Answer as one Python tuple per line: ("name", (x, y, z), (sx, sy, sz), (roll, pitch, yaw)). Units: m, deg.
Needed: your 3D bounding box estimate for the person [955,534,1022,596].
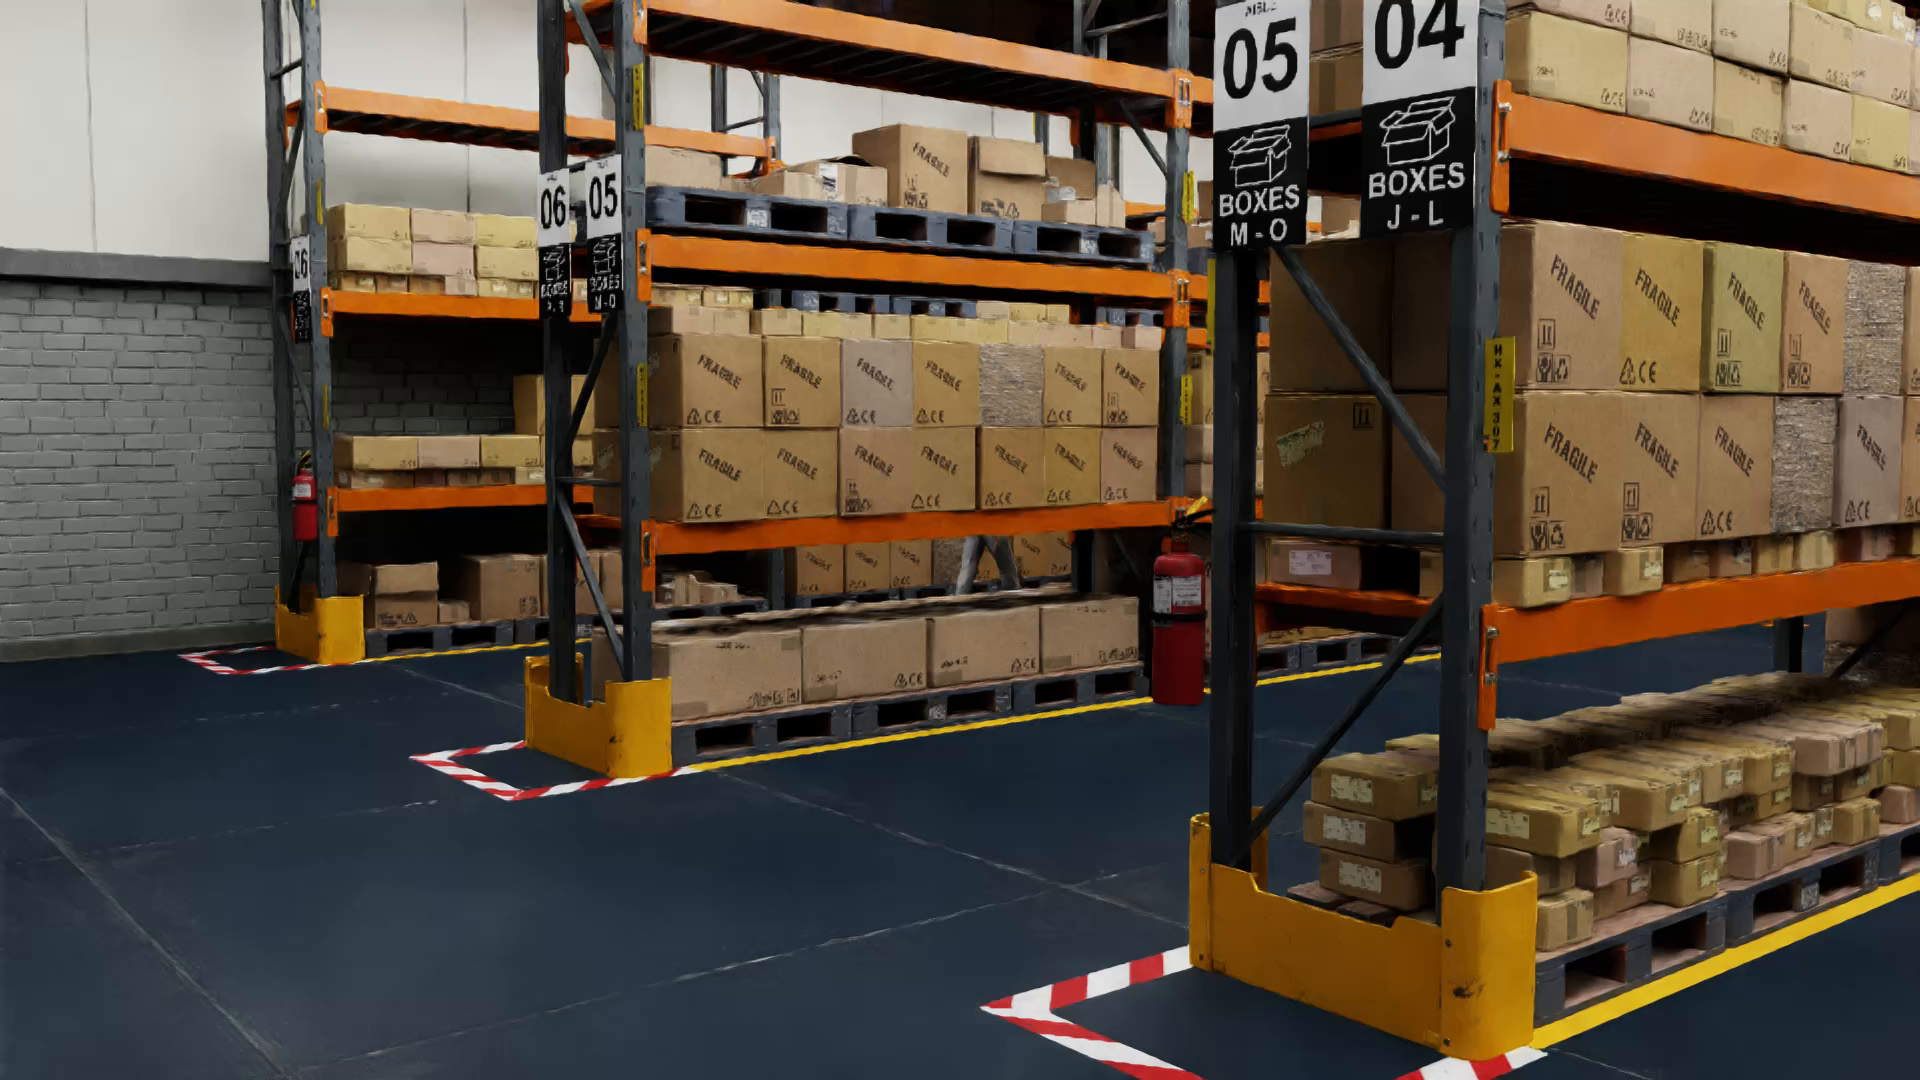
("person", (0.285, -0.093, 14.856), (0.457, 1.610, 0.994), (3, 6, 38))
